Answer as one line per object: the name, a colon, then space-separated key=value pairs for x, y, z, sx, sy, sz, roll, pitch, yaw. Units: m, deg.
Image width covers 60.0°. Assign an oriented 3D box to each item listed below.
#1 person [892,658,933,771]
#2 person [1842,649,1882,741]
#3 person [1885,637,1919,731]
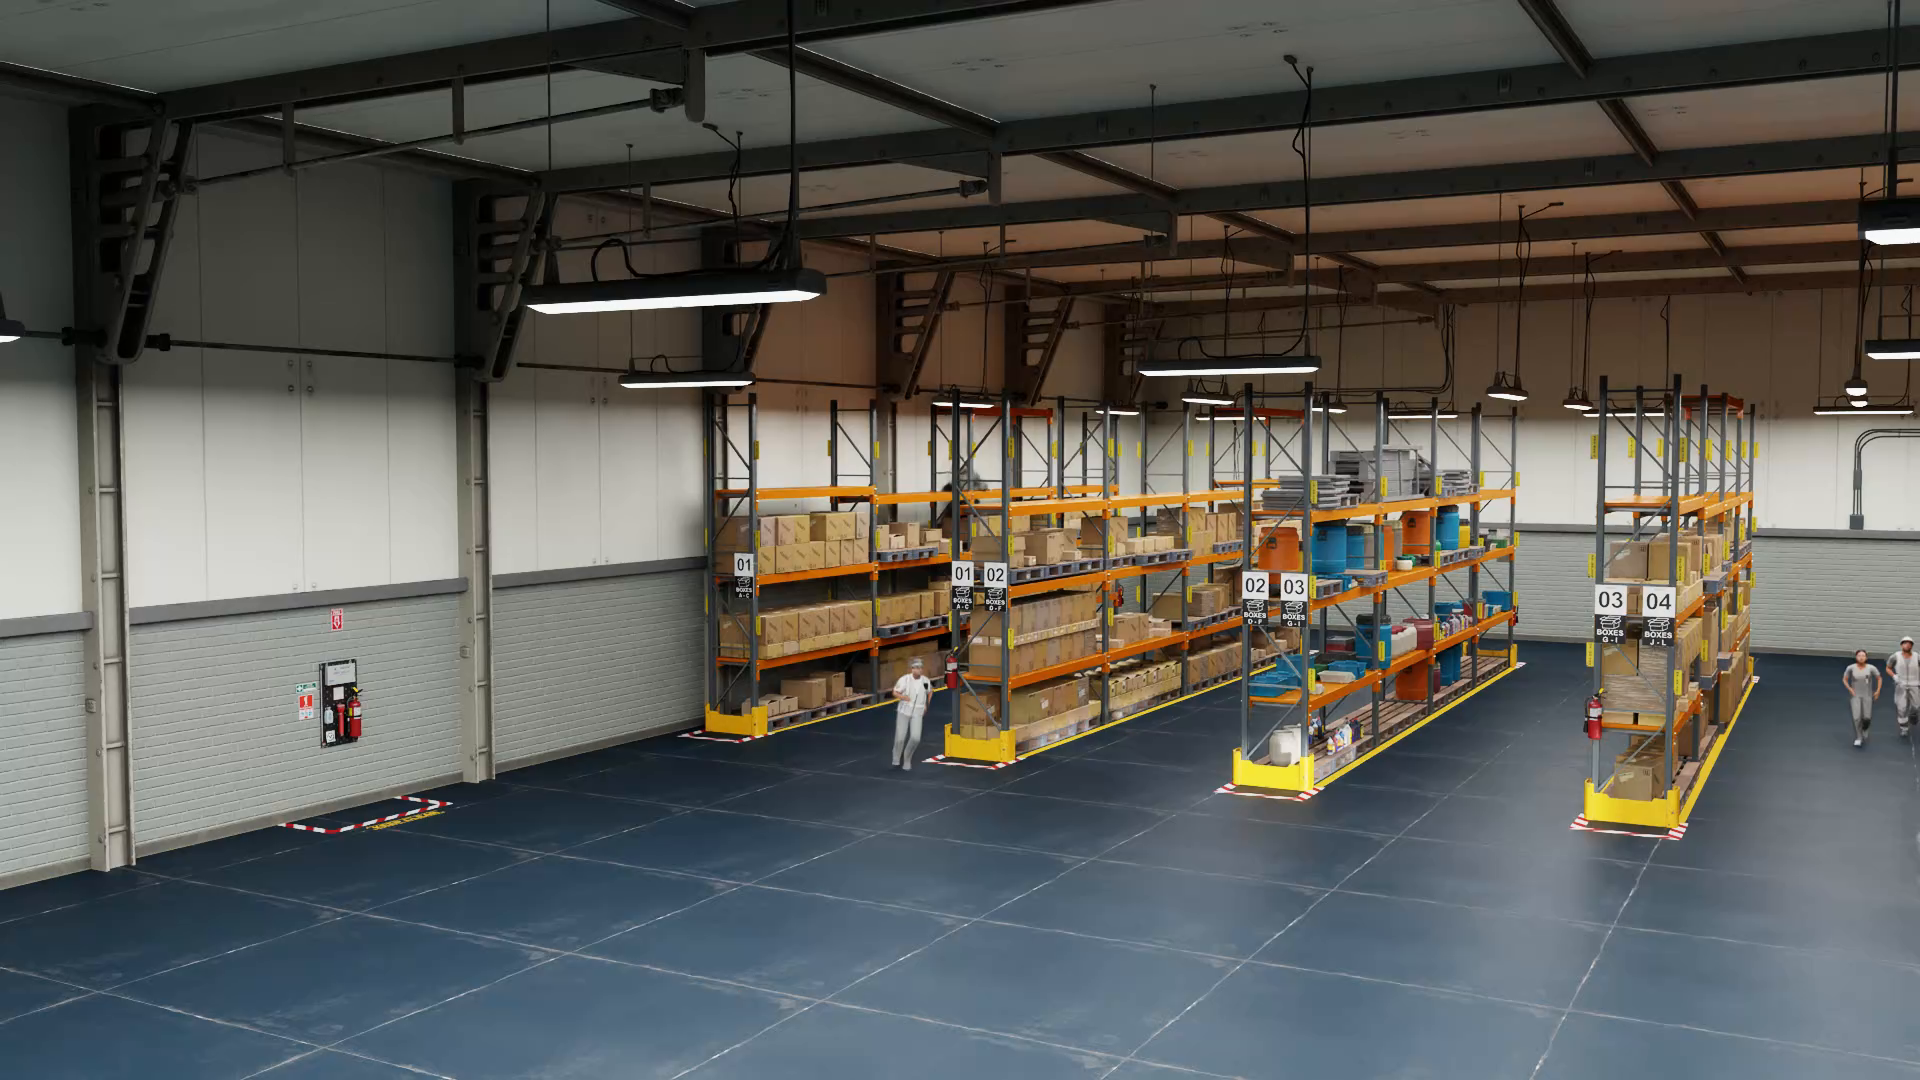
person: x=-0.726 y=2.742 z=26.084 sx=0.666 sy=1.785 sz=0.684 roll=0 pitch=3 yaw=-9
person: x=15.310 y=2.636 z=28.230 sx=0.596 sy=1.569 sz=0.531 roll=1 pitch=3 yaw=26
person: x=16.644 y=2.539 z=29.210 sx=0.686 sy=1.682 sz=0.586 roll=1 pitch=3 yaw=24
